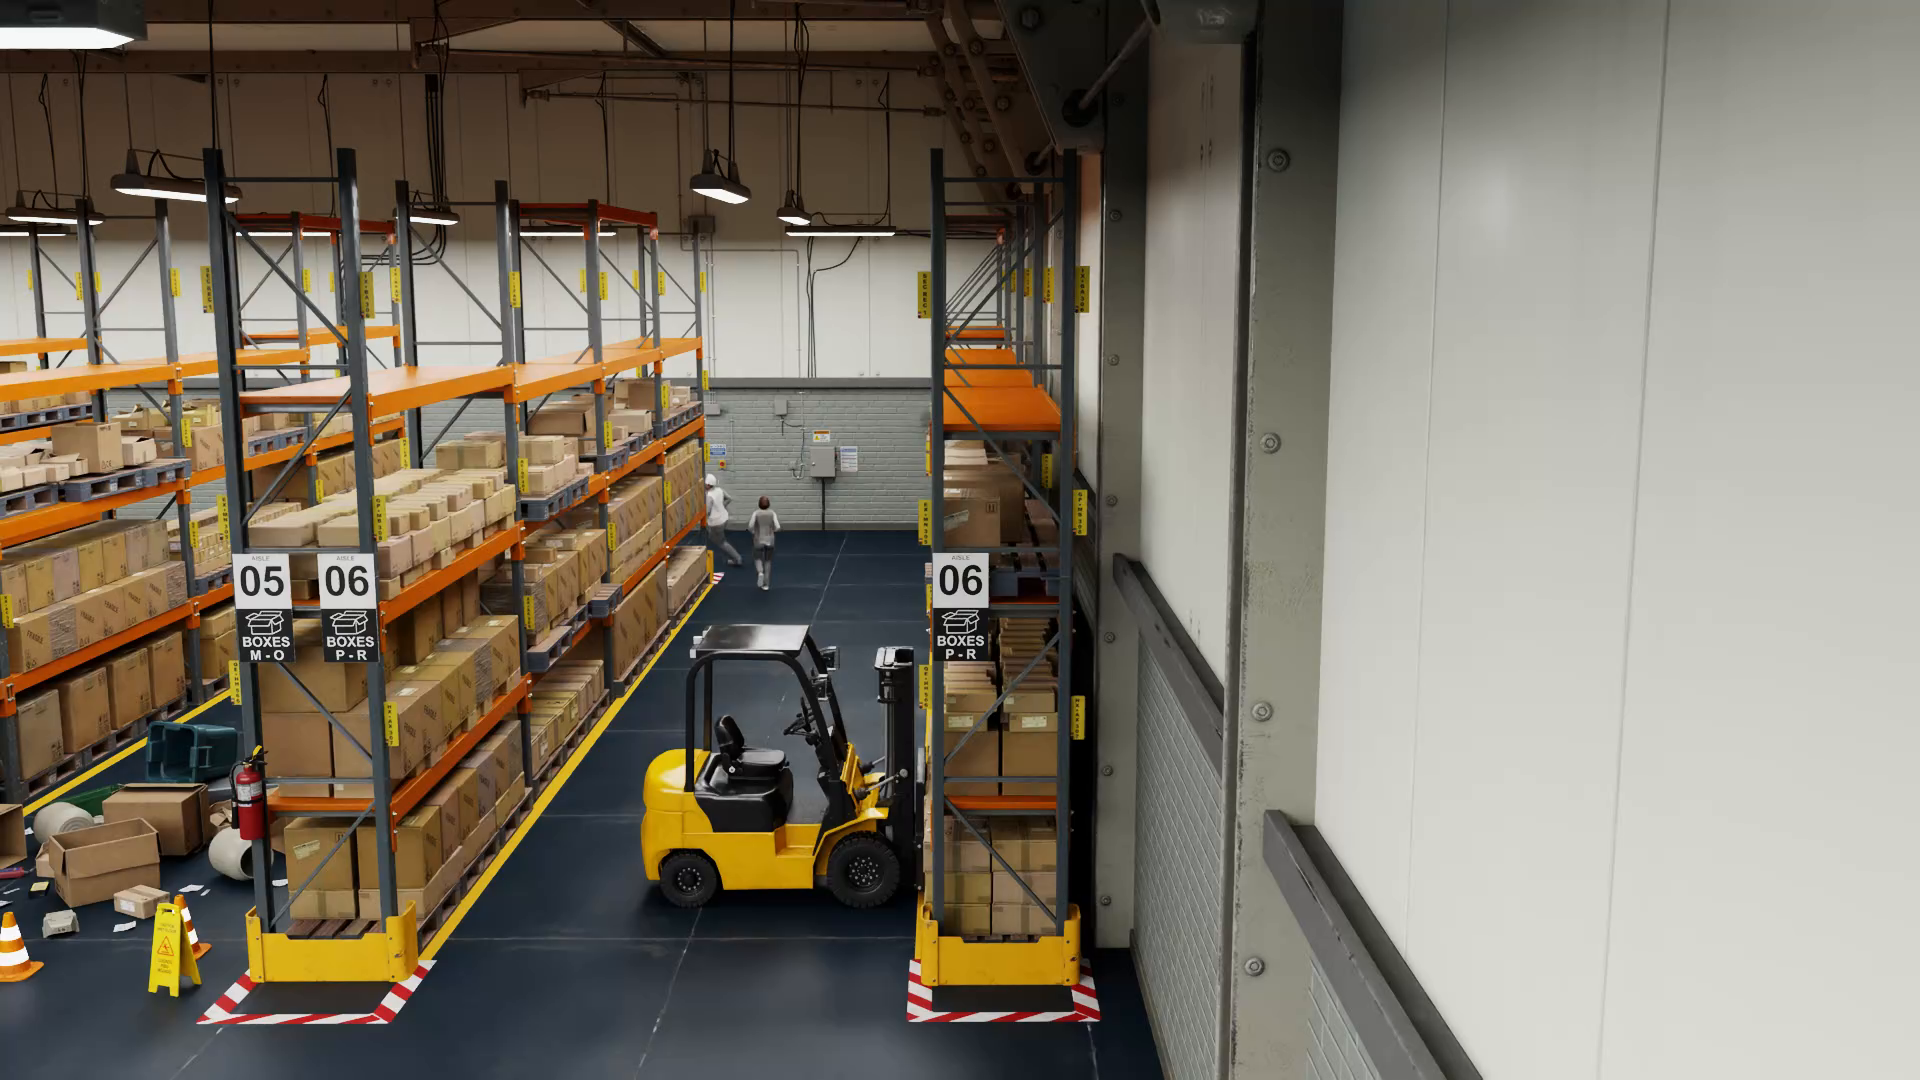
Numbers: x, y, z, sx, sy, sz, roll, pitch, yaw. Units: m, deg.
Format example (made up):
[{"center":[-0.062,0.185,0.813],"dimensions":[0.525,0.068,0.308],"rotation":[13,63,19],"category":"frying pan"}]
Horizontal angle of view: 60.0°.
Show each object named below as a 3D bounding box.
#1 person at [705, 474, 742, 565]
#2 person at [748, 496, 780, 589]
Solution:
[{"center":[-4.250,-0.347,29.289],"dimensions":[0.646,1.677,0.828],"rotation":[4,10,21],"category":"person"},{"center":[-3.211,0.038,27.247],"dimensions":[0.530,1.551,0.552],"rotation":[-2,9,-11],"category":"person"}]
